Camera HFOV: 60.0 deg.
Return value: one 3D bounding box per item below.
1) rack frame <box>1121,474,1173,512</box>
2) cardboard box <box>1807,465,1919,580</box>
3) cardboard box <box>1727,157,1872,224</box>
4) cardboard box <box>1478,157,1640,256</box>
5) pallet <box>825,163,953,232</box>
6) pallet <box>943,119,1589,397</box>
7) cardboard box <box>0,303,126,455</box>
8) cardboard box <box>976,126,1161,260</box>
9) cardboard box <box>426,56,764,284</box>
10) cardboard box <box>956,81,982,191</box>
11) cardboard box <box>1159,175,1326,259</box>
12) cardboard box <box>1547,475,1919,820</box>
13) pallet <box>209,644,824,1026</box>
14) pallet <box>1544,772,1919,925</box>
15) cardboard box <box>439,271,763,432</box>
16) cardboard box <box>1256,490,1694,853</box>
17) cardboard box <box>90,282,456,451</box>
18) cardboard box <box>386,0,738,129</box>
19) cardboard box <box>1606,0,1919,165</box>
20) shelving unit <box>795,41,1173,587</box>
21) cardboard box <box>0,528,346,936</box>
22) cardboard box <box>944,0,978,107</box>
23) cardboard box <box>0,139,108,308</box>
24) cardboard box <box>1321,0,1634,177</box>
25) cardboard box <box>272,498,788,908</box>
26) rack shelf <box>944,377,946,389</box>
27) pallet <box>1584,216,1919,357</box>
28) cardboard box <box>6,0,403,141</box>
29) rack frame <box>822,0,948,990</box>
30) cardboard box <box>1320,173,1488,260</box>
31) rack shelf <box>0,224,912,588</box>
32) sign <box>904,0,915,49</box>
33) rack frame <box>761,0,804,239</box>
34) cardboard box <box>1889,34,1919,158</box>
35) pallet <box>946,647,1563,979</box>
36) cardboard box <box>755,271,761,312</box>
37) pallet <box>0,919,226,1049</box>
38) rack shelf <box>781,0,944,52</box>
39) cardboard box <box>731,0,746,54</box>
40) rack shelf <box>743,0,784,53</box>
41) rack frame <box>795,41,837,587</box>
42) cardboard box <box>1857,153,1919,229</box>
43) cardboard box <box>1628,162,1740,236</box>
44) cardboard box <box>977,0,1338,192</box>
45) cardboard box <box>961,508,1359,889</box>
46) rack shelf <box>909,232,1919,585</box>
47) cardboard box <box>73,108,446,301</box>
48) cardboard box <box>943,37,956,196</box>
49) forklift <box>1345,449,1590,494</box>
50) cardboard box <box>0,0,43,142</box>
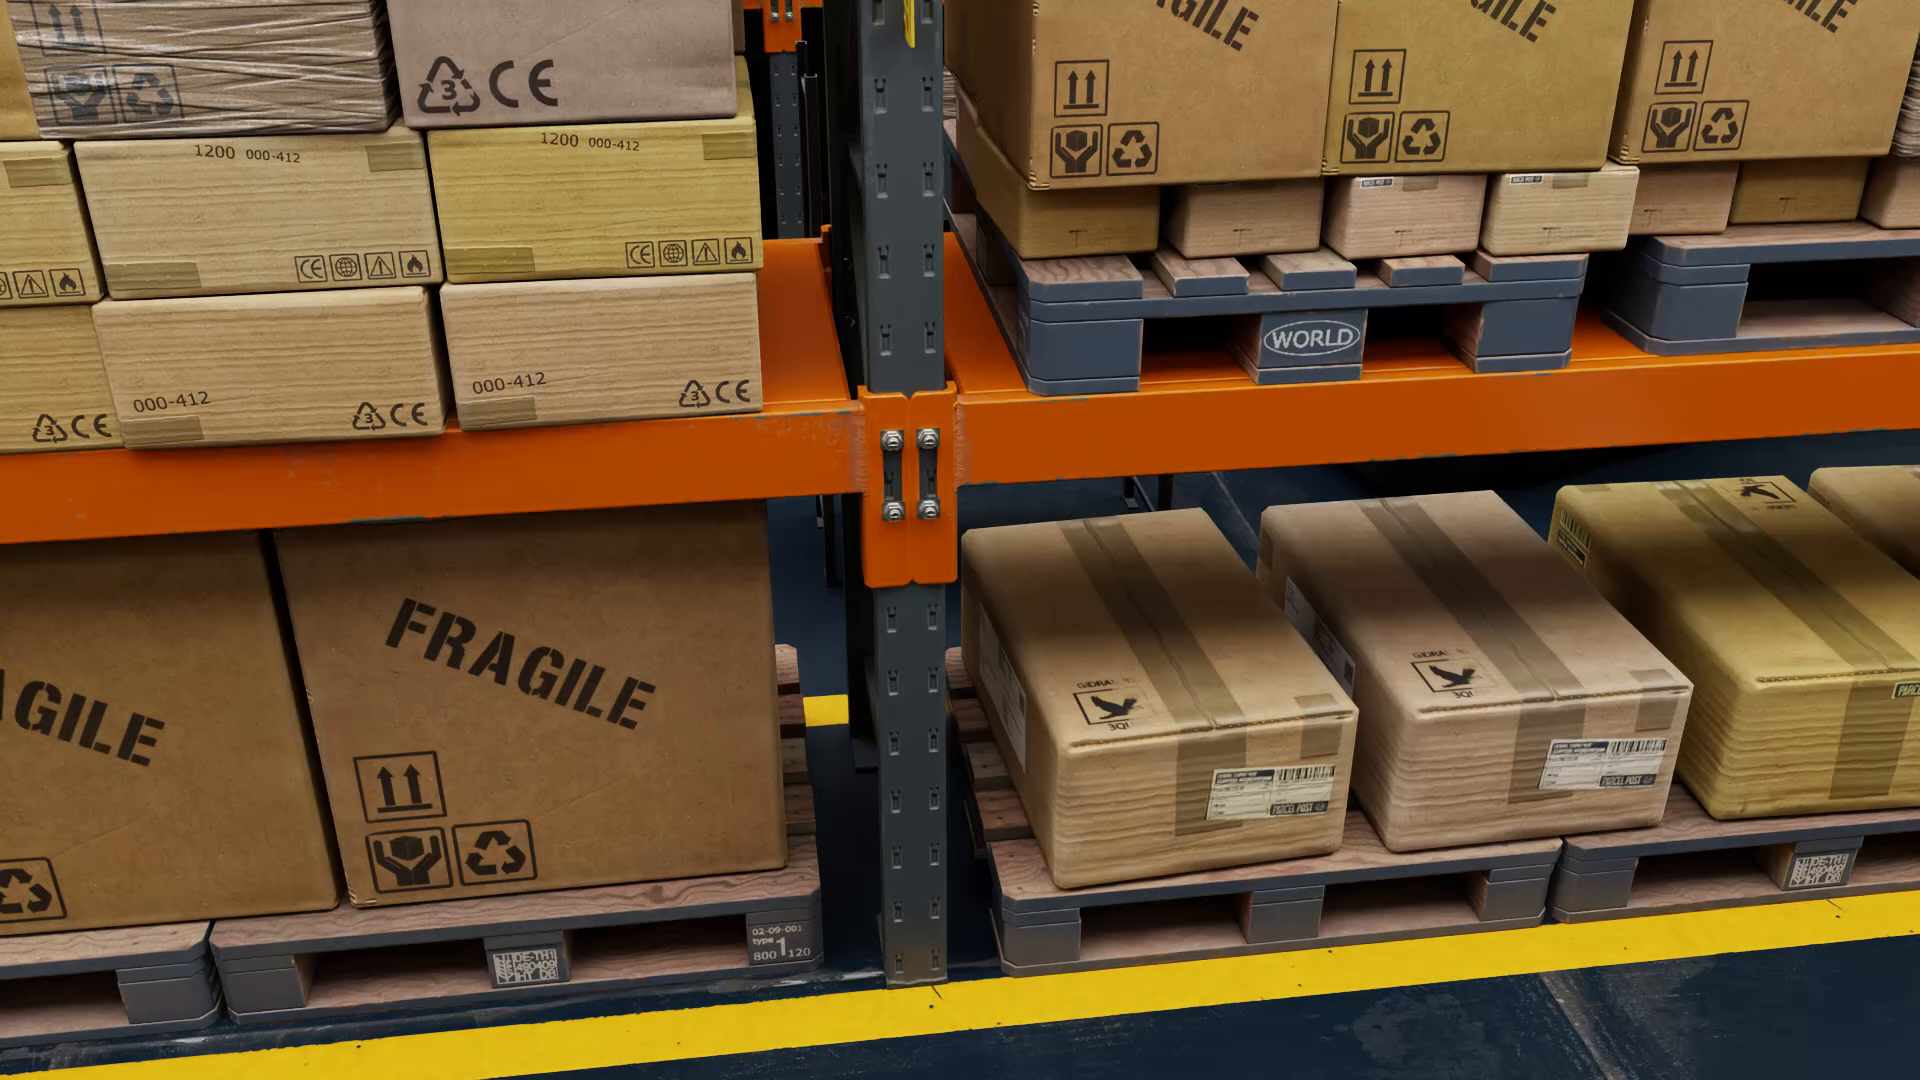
[{"bbox_3d":[0.588,-0.705,4.981,0.032,1.500,0.500,-4,27,-7],"label":"rack frame"},{"bbox_3d":[2.573,0.175,4.041,0.625,0.372,0.950,-2,27,-4],"label":"cardboard box"},{"bbox_3d":[1.529,-0.740,3.221,0.250,0.149,0.380,-3,27,-5],"label":"cardboard box"},{"bbox_3d":[1.027,-0.653,3.053,0.250,0.149,0.380,-4,27,-7],"label":"cardboard box"},{"bbox_3d":[-0.032,-1.672,8.277,1.213,0.211,1.003,-4,27,-7],"label":"pallet"},{"bbox_3d":[0.533,-0.642,3.426,1.003,0.211,1.213,-4,27,-7],"label":"pallet"},{"bbox_3d":[-1.627,-0.354,2.818,0.500,0.250,0.500,-4,27,-8],"label":"cardboard box"},{"bbox_3d":[0.190,-0.646,3.038,0.250,0.149,0.380,-5,28,-10],"label":"cardboard box"},{"bbox_3d":[-0.602,-0.644,2.837,0.500,0.250,0.500,-4,27,-7],"label":"cardboard box"},{"bbox_3d":[0.134,-0.837,3.410,0.250,0.149,0.380,-3,27,-5],"label":"cardboard box"},{"bbox_3d":[0.475,-0.649,3.044,0.250,0.149,0.380,-5,28,-10],"label":"cardboard box"},{"bbox_3d":[1.885,0.220,3.953,0.625,0.372,0.950,-3,27,-5],"label":"cardboard box"},{"bbox_3d":[-0.949,0.622,3.806,1.213,0.211,1.003,-4,27,-7],"label":"pallet"},{"bbox_3d":[1.822,0.481,4.081,1.213,0.211,1.003,-4,27,-7],"label":"pallet"},{"bbox_3d":[-0.622,-0.418,2.943,0.500,0.250,0.500,-5,28,-9],"label":"cardboard box"},{"bbox_3d":[1.133,0.266,3.864,0.625,0.372,0.950,-4,27,-8],"label":"cardboard box"},{"bbox_3d":[-1.126,-0.378,2.866,0.500,0.250,0.500,-3,27,-6],"label":"cardboard box"},{"bbox_3d":[-0.633,-0.972,2.655,0.500,0.500,0.500,-4,27,-9],"label":"cardboard box"},{"bbox_3d":[1.360,-0.995,3.008,0.500,0.500,0.500,-3,27,-6],"label":"cardboard box"},{"bbox_3d":[0.084,-0.673,4.918,1.048,1.500,0.538,-4,27,-7],"label":"shelving unit"},{"bbox_3d":[-1.737,0.185,3.470,0.875,0.875,0.875,-3,27,-6],"label":"cardboard box"},{"bbox_3d":[0.254,-1.153,3.315,0.500,0.500,0.500,-4,27,-9],"label":"cardboard box"},{"bbox_3d":[-1.613,-0.568,2.688,0.500,0.250,0.500,-4,27,-8],"label":"cardboard box"},{"bbox_3d":[0.835,-0.958,2.937,0.500,0.500,0.500,-2,27,-4],"label":"cardboard box"},{"bbox_3d":[-0.853,0.131,3.577,0.875,0.875,0.875,-4,27,-8],"label":"cardboard box"},{"bbox_3d":[0.084,-0.513,5.000,1.000,0.185,0.538,-4,27,-7],"label":"rack shelf"},{"bbox_3d":[1.797,-0.693,3.526,1.213,0.211,1.003,-4,27,-7],"label":"pallet"},{"bbox_3d":[-1.140,-0.936,2.584,0.500,0.500,0.500,-3,27,-6],"label":"cardboard box"},{"bbox_3d":[-0.158,-0.634,3.200,0.127,3.000,1.000,-4,27,-7],"label":"rack frame"},{"bbox_3d":[0.752,-0.645,3.037,0.250,0.149,0.380,-5,28,-10],"label":"cardboard box"},{"bbox_3d":[-2.138,-0.187,3.117,4.000,0.370,1.077,-4,27,-7],"label":"rack shelf"},{"bbox_3d":[-0.077,-0.899,2.447,0.005,0.325,0.100,-4,27,-7],"label":"sign"},{"bbox_3d":[-0.853,-2.878,7.573,0.127,3.000,1.000,-4,27,-7],"label":"rack frame"},{"bbox_3d":[1.857,-1.023,3.063,0.500,0.500,0.500,-5,28,-9],"label":"cardboard box"},{"bbox_3d":[0.616,0.557,3.933,1.213,0.211,1.003,-4,27,-7],"label":"pallet"},{"bbox_3d":[-0.677,-0.650,3.396,0.500,0.250,0.500,-4,27,-8],"label":"cardboard box"},{"bbox_3d":[-2.154,0.699,3.657,1.213,0.211,1.003,-4,27,-7],"label":"pallet"},{"bbox_3d":[1.128,-2.685,7.985,4.000,0.370,1.077,-4,27,-7],"label":"rack shelf"},{"bbox_3d":[-0.680,-1.203,3.104,0.500,0.500,0.500,-5,28,-9],"label":"cardboard box"},{"bbox_3d":[-2.833,-2.431,7.489,4.000,0.370,1.077,-4,27,-7],"label":"rack shelf"},{"bbox_3d":[-0.419,-0.640,4.855,0.032,1.500,0.500,-4,27,-7],"label":"rack frame"},{"bbox_3d":[1.797,-0.727,3.196,0.250,0.149,0.380,-3,27,-5],"label":"cardboard box"},{"bbox_3d":[1.255,-0.704,3.152,0.250,0.149,0.380,-2,27,-4],"label":"cardboard box"},{"bbox_3d":[0.320,-0.922,2.866,0.500,0.500,0.500,-4,27,-9],"label":"cardboard box"},{"bbox_3d":[0.403,0.317,3.766,0.625,0.372,0.950,-5,28,-11],"label":"cardboard box"},{"bbox_3d":[1.823,-0.441,3.613,4.000,0.370,1.077,-4,27,-7],"label":"rack shelf"},{"bbox_3d":[-1.109,-0.610,2.770,0.500,0.250,0.500,-4,27,-8],"label":"cardboard box"},{"bbox_3d":[-0.233,-2.042,8.085,0.625,0.625,0.875,-3,27,-5],"label":"cardboard box"},{"bbox_3d":[2.531,-1.908,5.758,3.031,2.935,1.130,-13,30,-24],"label":"forklift"},{"bbox_3d":[-1.633,-0.908,2.528,0.500,0.500,0.500,-4,27,-7],"label":"cardboard box"}]
